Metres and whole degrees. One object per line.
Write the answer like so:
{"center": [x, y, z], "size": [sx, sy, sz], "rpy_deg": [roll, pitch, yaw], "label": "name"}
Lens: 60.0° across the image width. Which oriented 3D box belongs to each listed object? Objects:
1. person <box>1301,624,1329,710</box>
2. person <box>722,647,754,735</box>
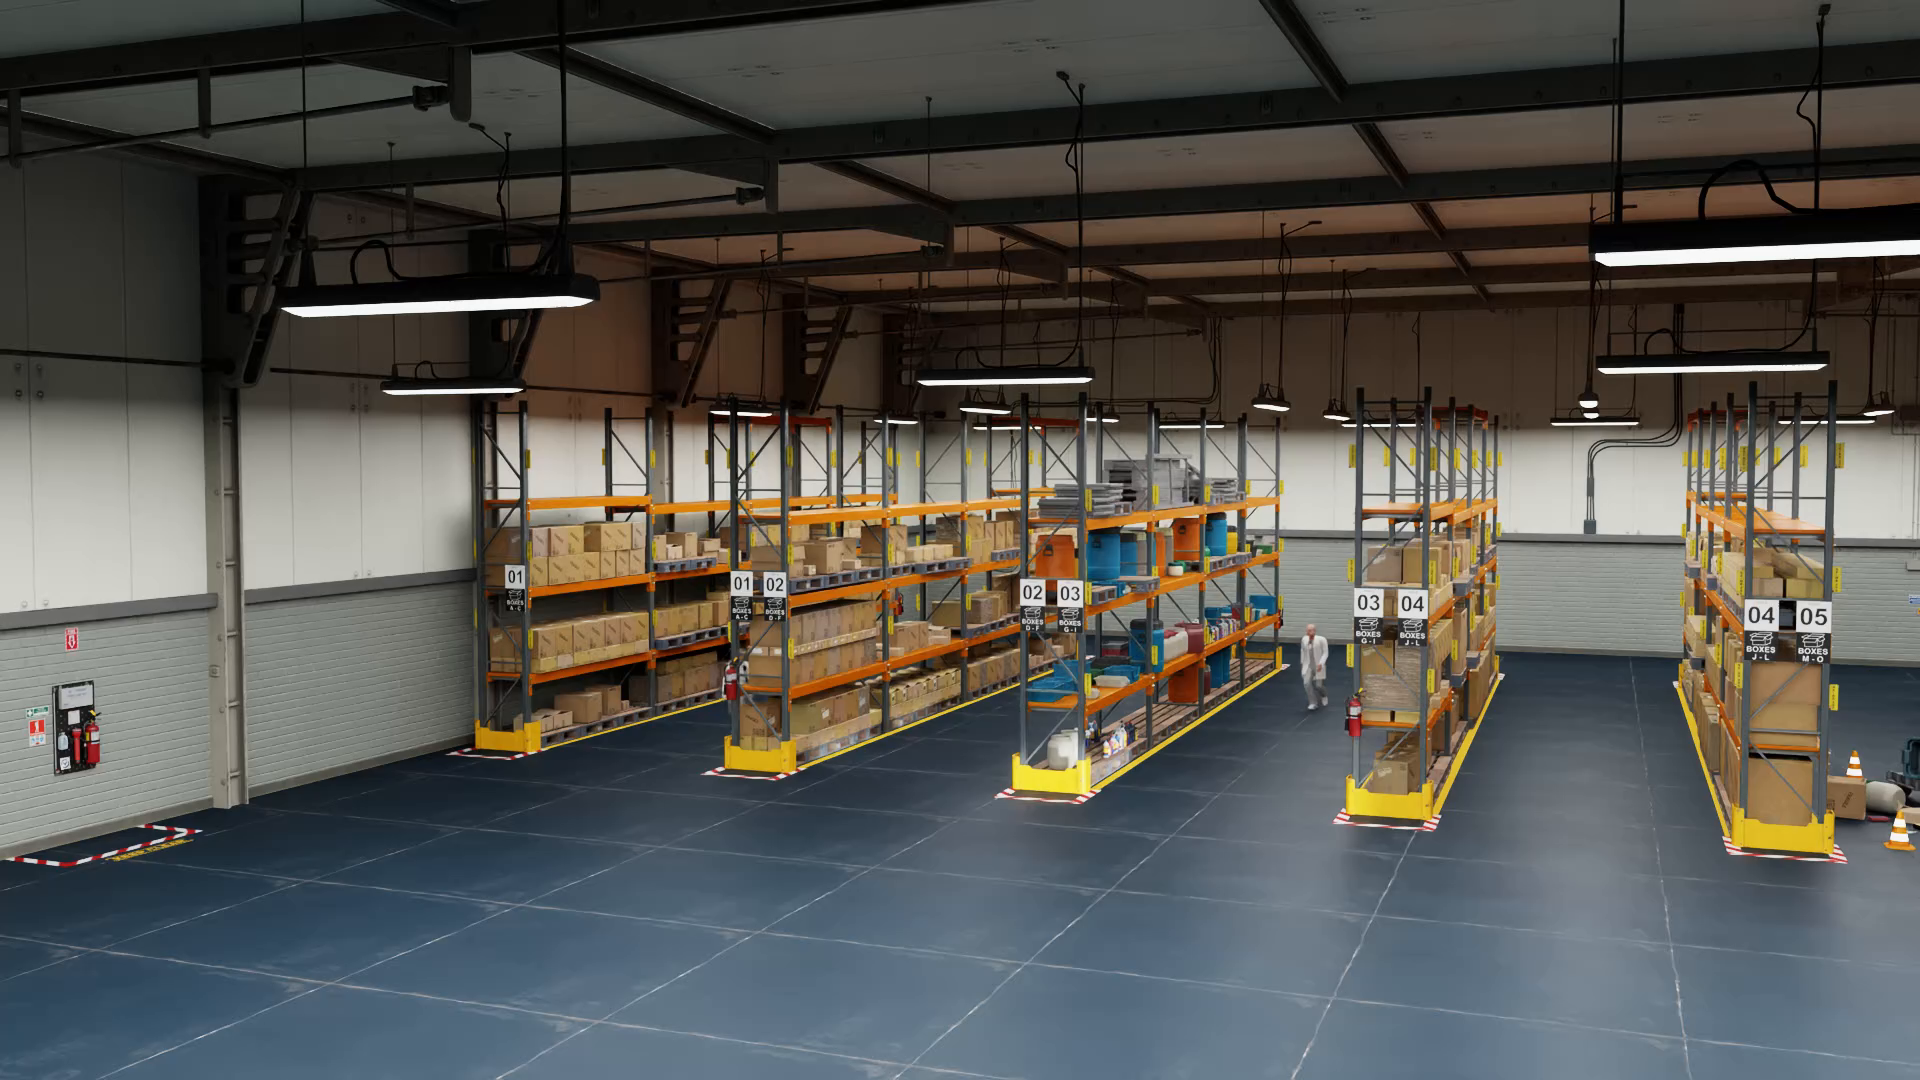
{"center": [7.136, 2.586, 33.473], "size": [0.620, 1.590, 0.848], "rpy_deg": [2, 3, 30], "label": "person"}
{"center": [-3.973, 2.732, 29.808], "size": [0.562, 1.624, 0.903], "rpy_deg": [0, 3, -3], "label": "person"}
